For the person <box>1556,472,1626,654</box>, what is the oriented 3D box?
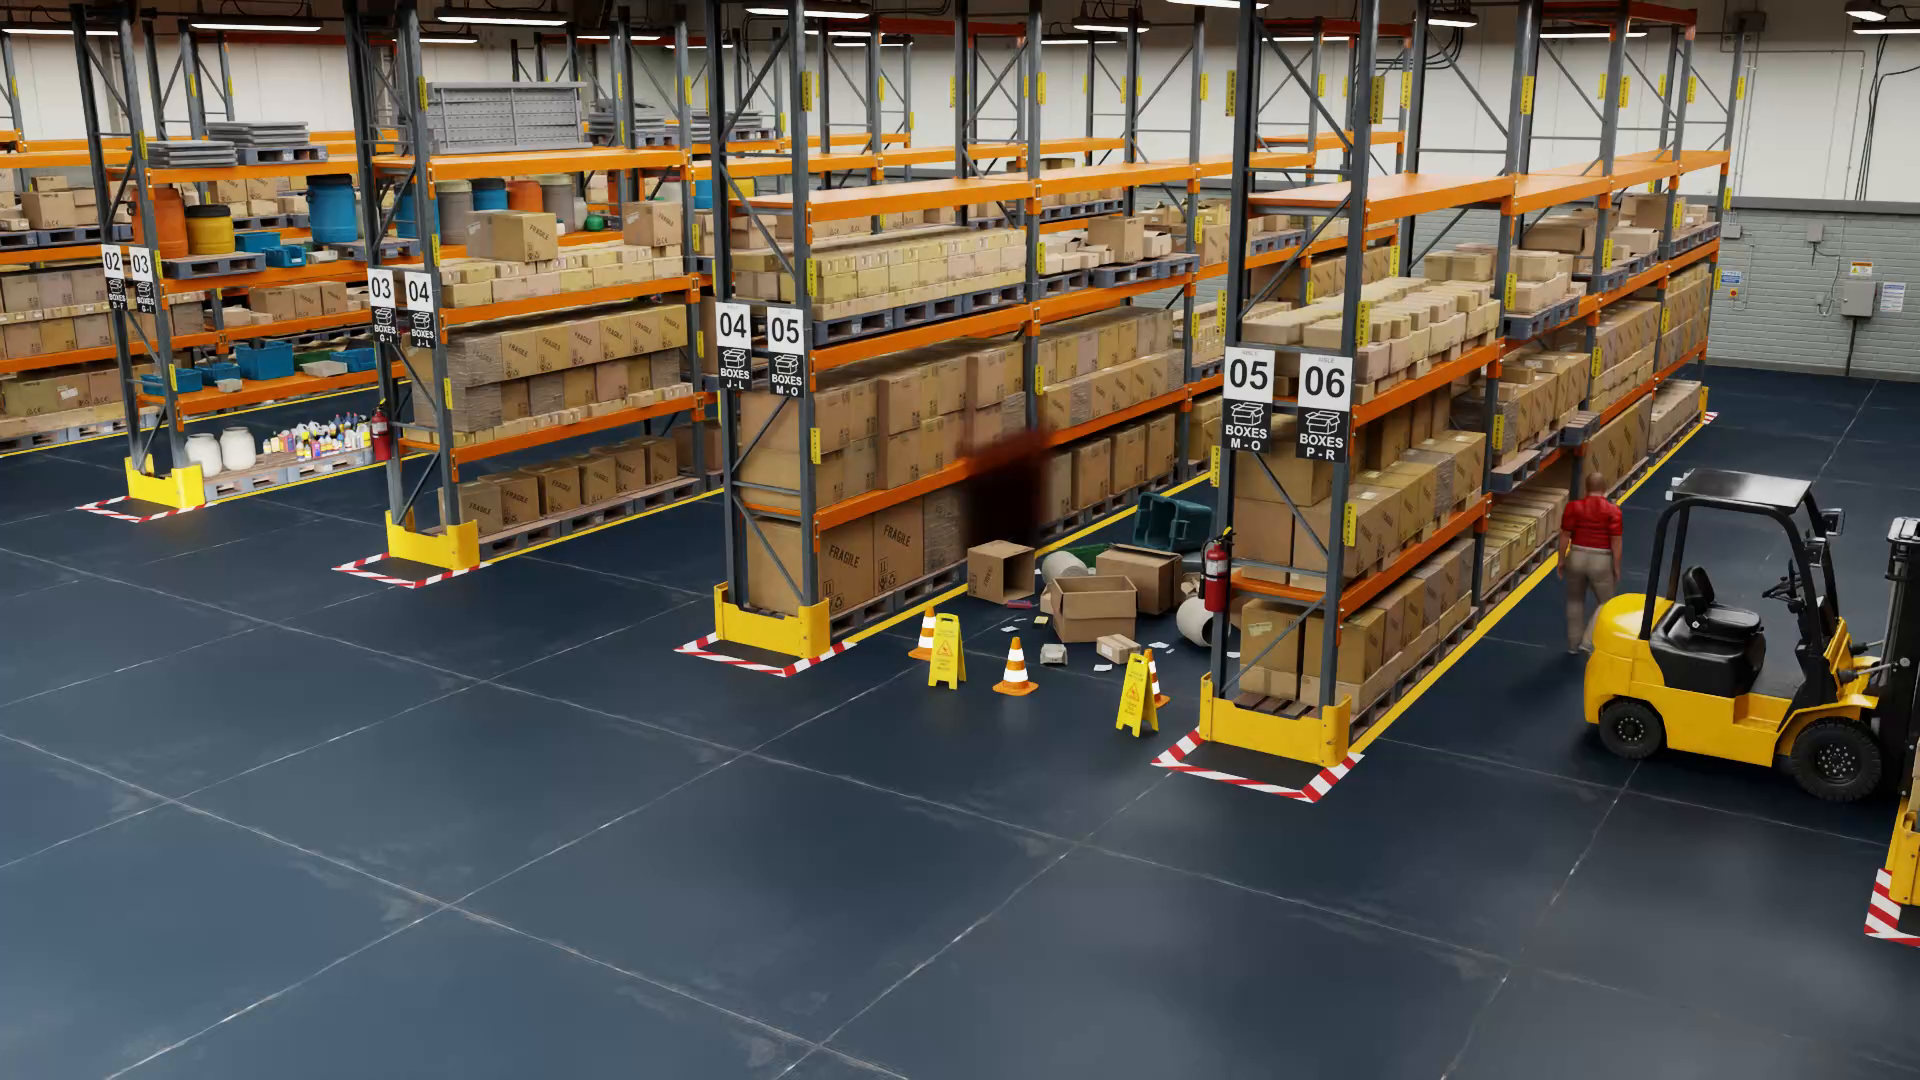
[{"bbox_3d":[5.783,0.228,15.243,0.606,1.759,0.452,2,16,8],"label":"person"}]
